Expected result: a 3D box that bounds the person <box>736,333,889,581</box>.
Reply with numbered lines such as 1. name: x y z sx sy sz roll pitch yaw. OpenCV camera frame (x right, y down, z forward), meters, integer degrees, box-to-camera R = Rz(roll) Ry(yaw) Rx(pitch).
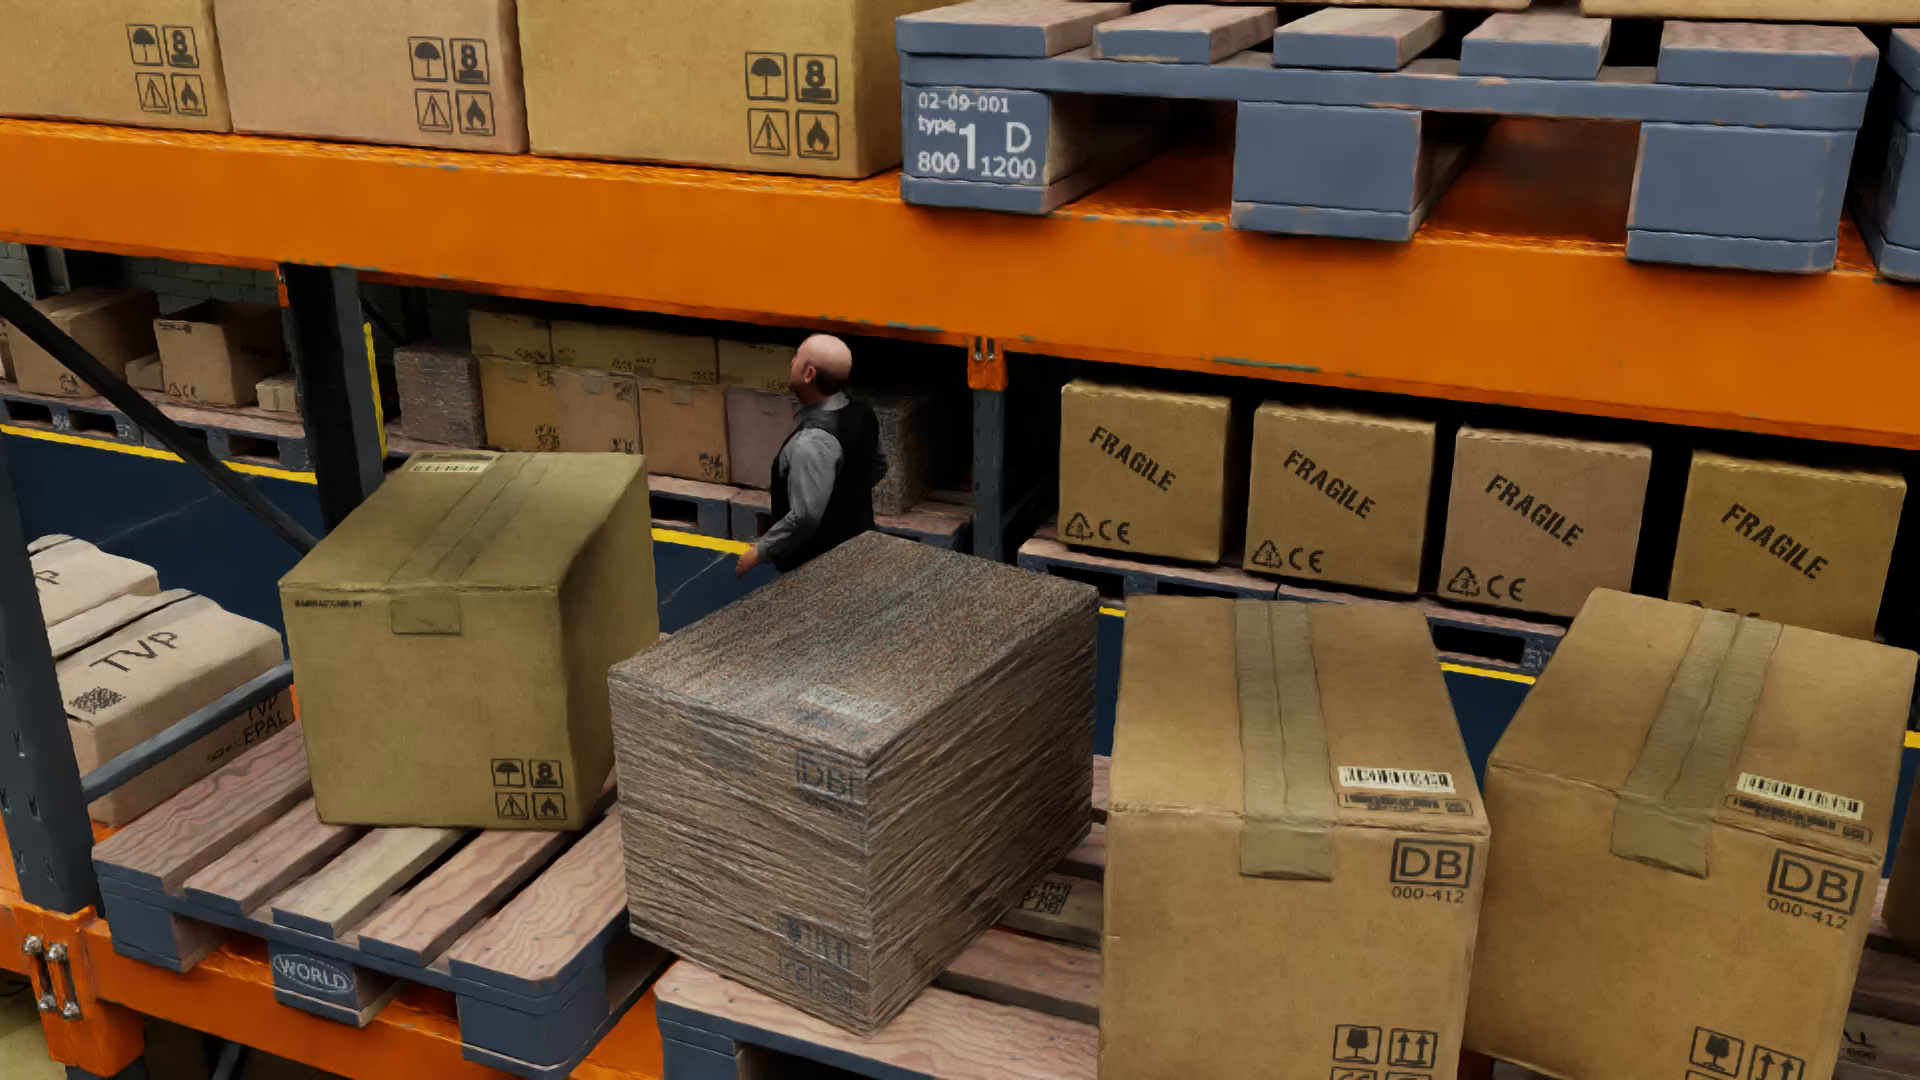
1. person: -0.550 0.127 5.955 0.507 1.624 0.702 3 22 7
